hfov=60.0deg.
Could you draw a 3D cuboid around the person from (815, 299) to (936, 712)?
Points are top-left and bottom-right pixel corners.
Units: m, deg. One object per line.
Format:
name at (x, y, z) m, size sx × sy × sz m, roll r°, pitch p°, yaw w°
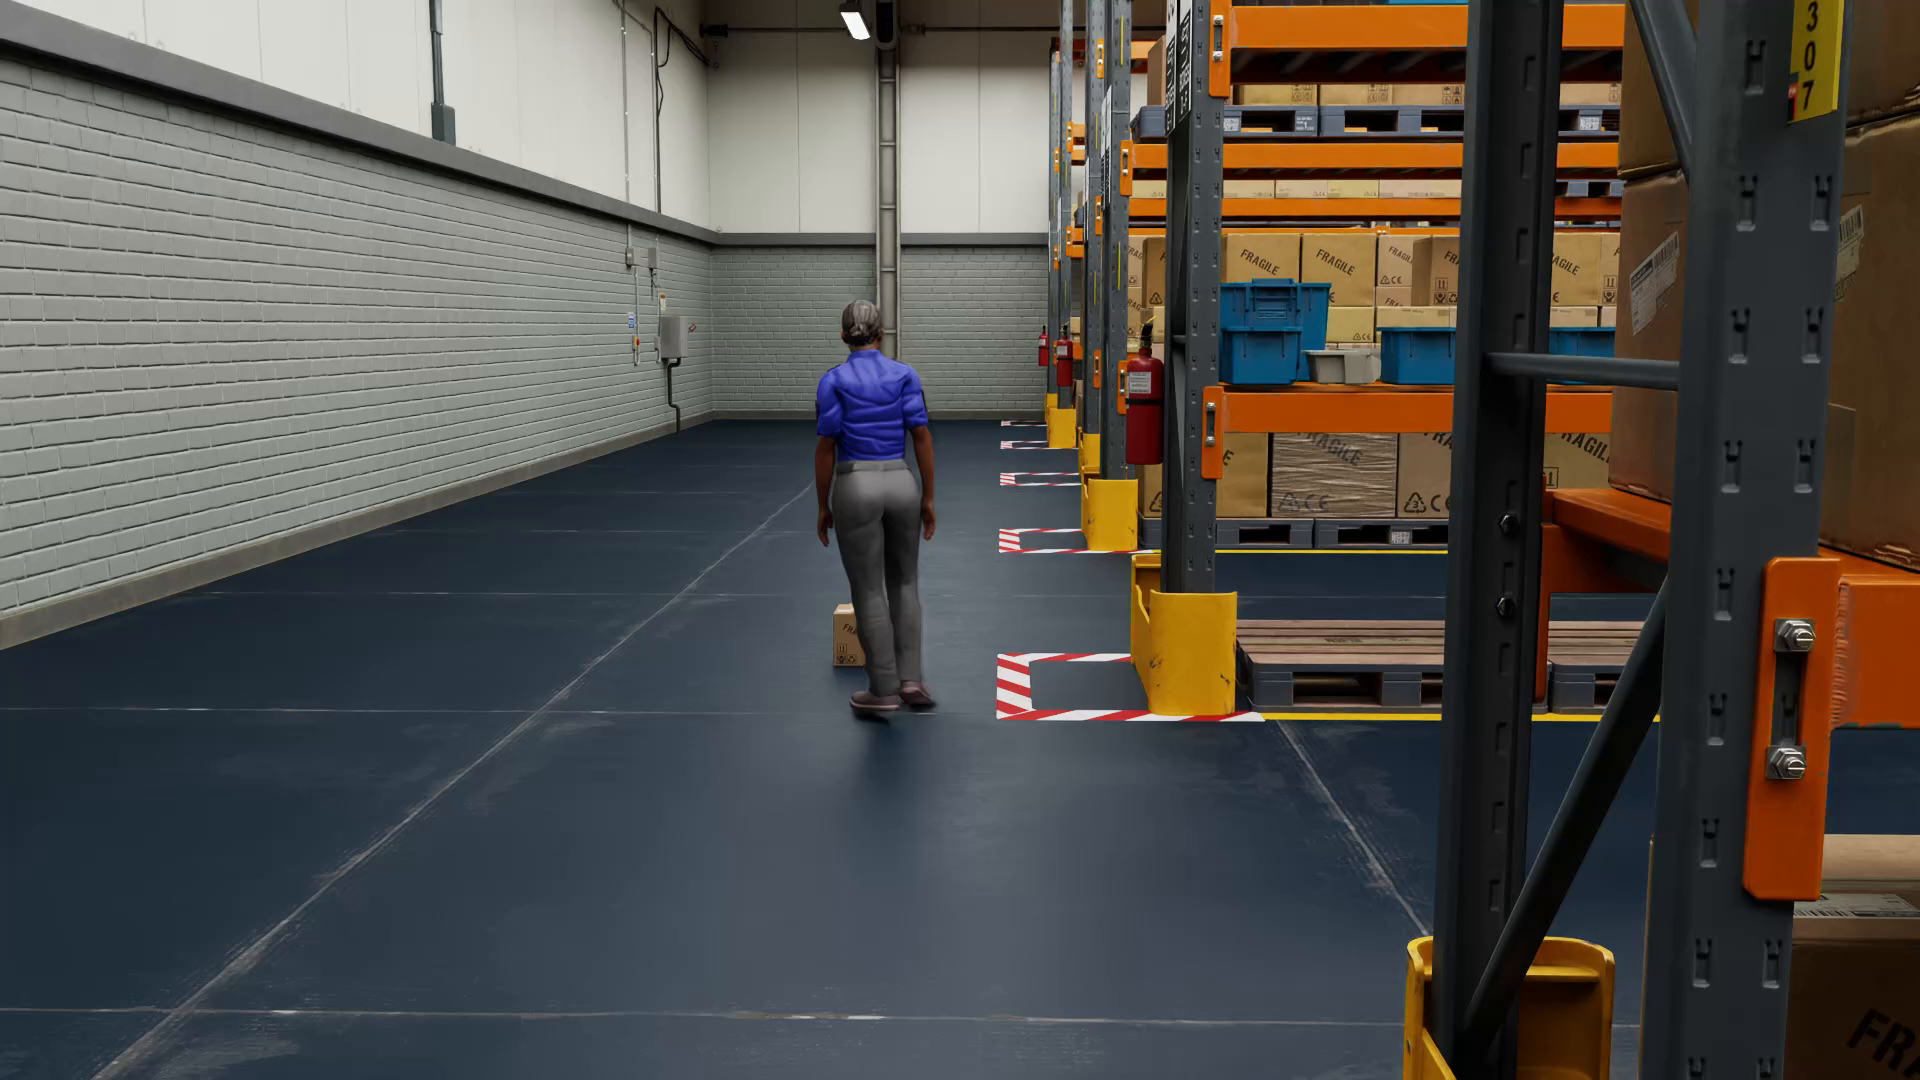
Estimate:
person at (-0.311, -0.112, 6.705) m, size 0.511 × 1.701 × 0.410 m, roll -3°, pitch 8°, yaw -22°
